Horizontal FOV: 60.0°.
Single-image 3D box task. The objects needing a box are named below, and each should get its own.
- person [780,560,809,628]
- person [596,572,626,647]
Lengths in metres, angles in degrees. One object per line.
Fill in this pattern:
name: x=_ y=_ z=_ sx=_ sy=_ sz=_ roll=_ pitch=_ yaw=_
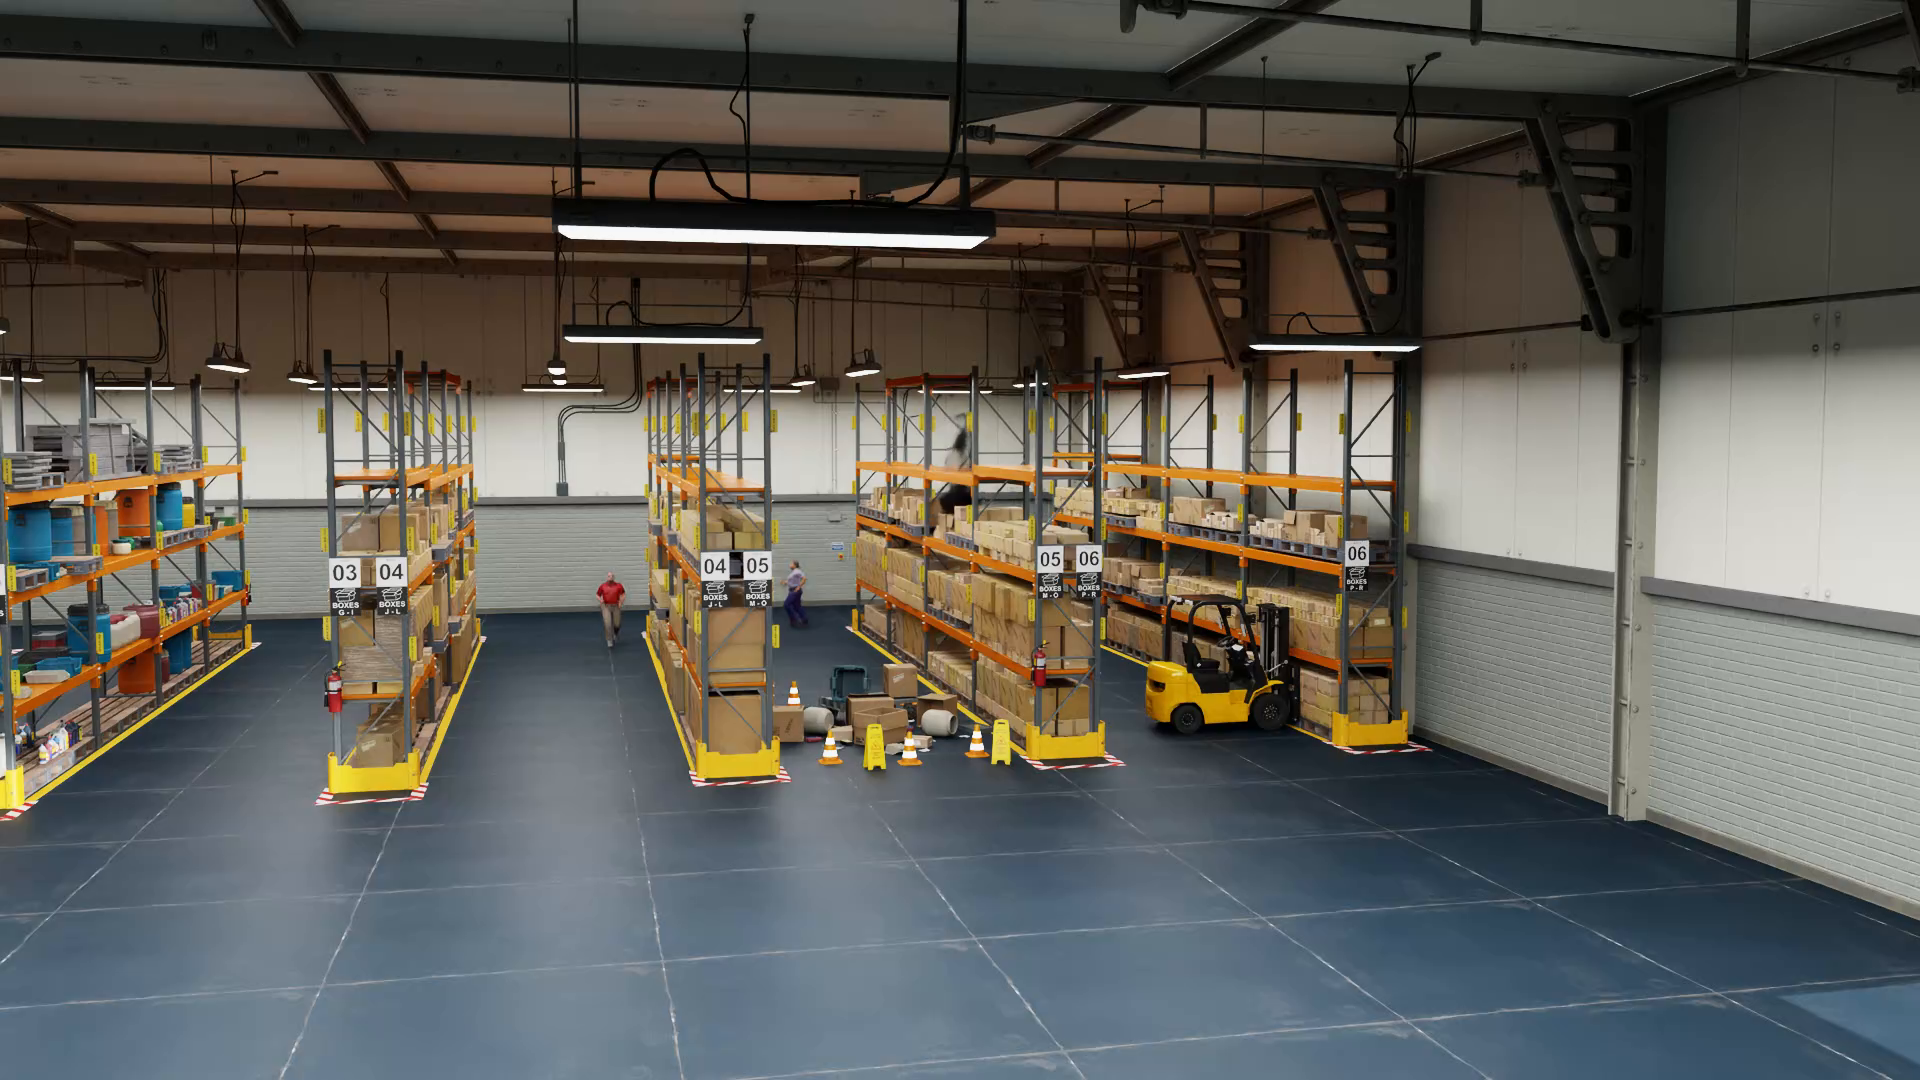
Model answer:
person: x=-4.078 y=1.341 z=41.076 sx=0.718 sy=1.689 sz=0.580 roll=-1 pitch=4 yaw=-12
person: x=-7.870 y=1.555 z=37.498 sx=0.660 sy=1.672 sz=0.627 roll=-1 pitch=4 yaw=-13
